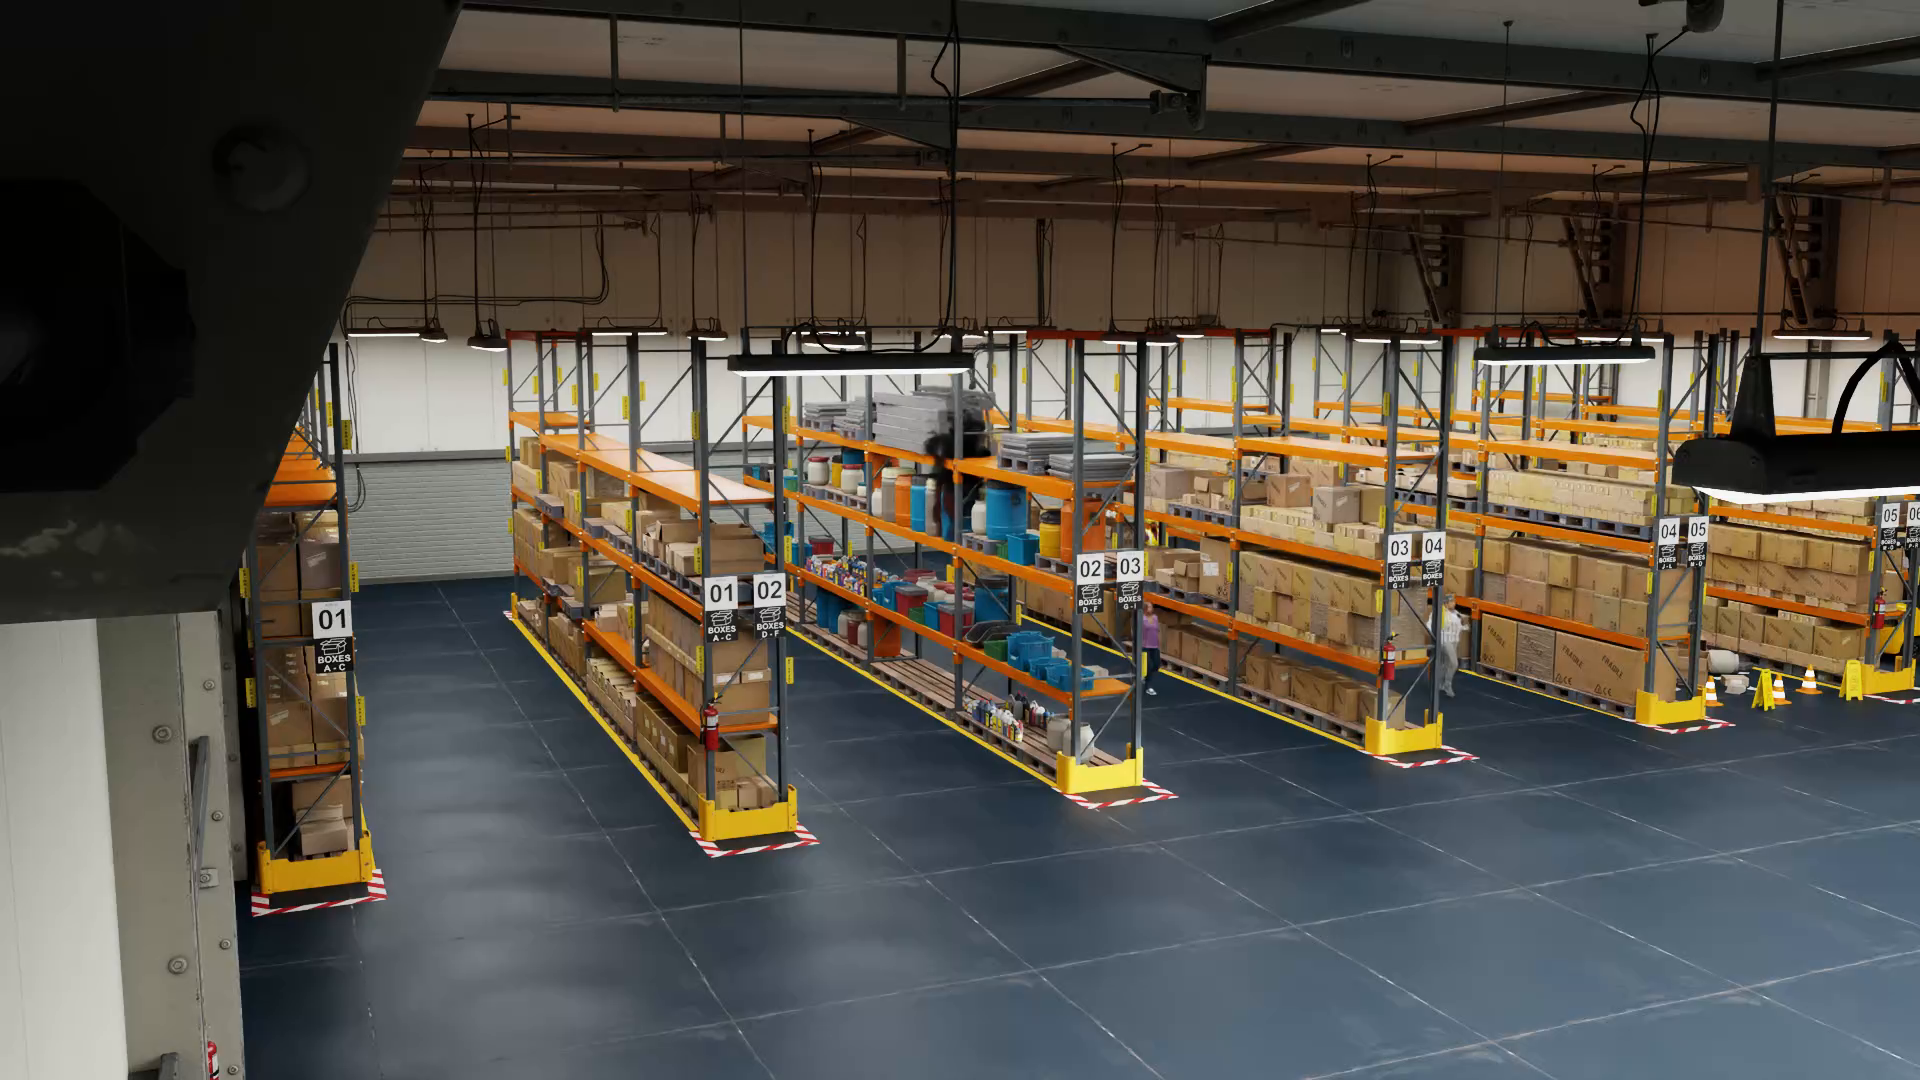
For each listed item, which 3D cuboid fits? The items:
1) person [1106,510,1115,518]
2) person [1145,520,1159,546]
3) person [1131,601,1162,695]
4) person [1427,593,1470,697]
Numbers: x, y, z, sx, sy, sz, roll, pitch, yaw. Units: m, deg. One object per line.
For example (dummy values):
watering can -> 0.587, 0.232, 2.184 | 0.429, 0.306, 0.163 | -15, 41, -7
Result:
person -> 3.637, -0.137, 41.294 | 0.758, 1.711, 0.796 | -4, 9, -30
person -> 4.323, 0.365, 37.468 | 0.709, 1.771, 0.973 | -3, 8, -22
person -> 3.124, 1.786, 27.825 | 0.539, 1.551, 0.622 | -3, 8, -23
person -> 8.151, 1.739, 27.693 | 0.592, 1.735, 0.664 | -6, 10, -38
